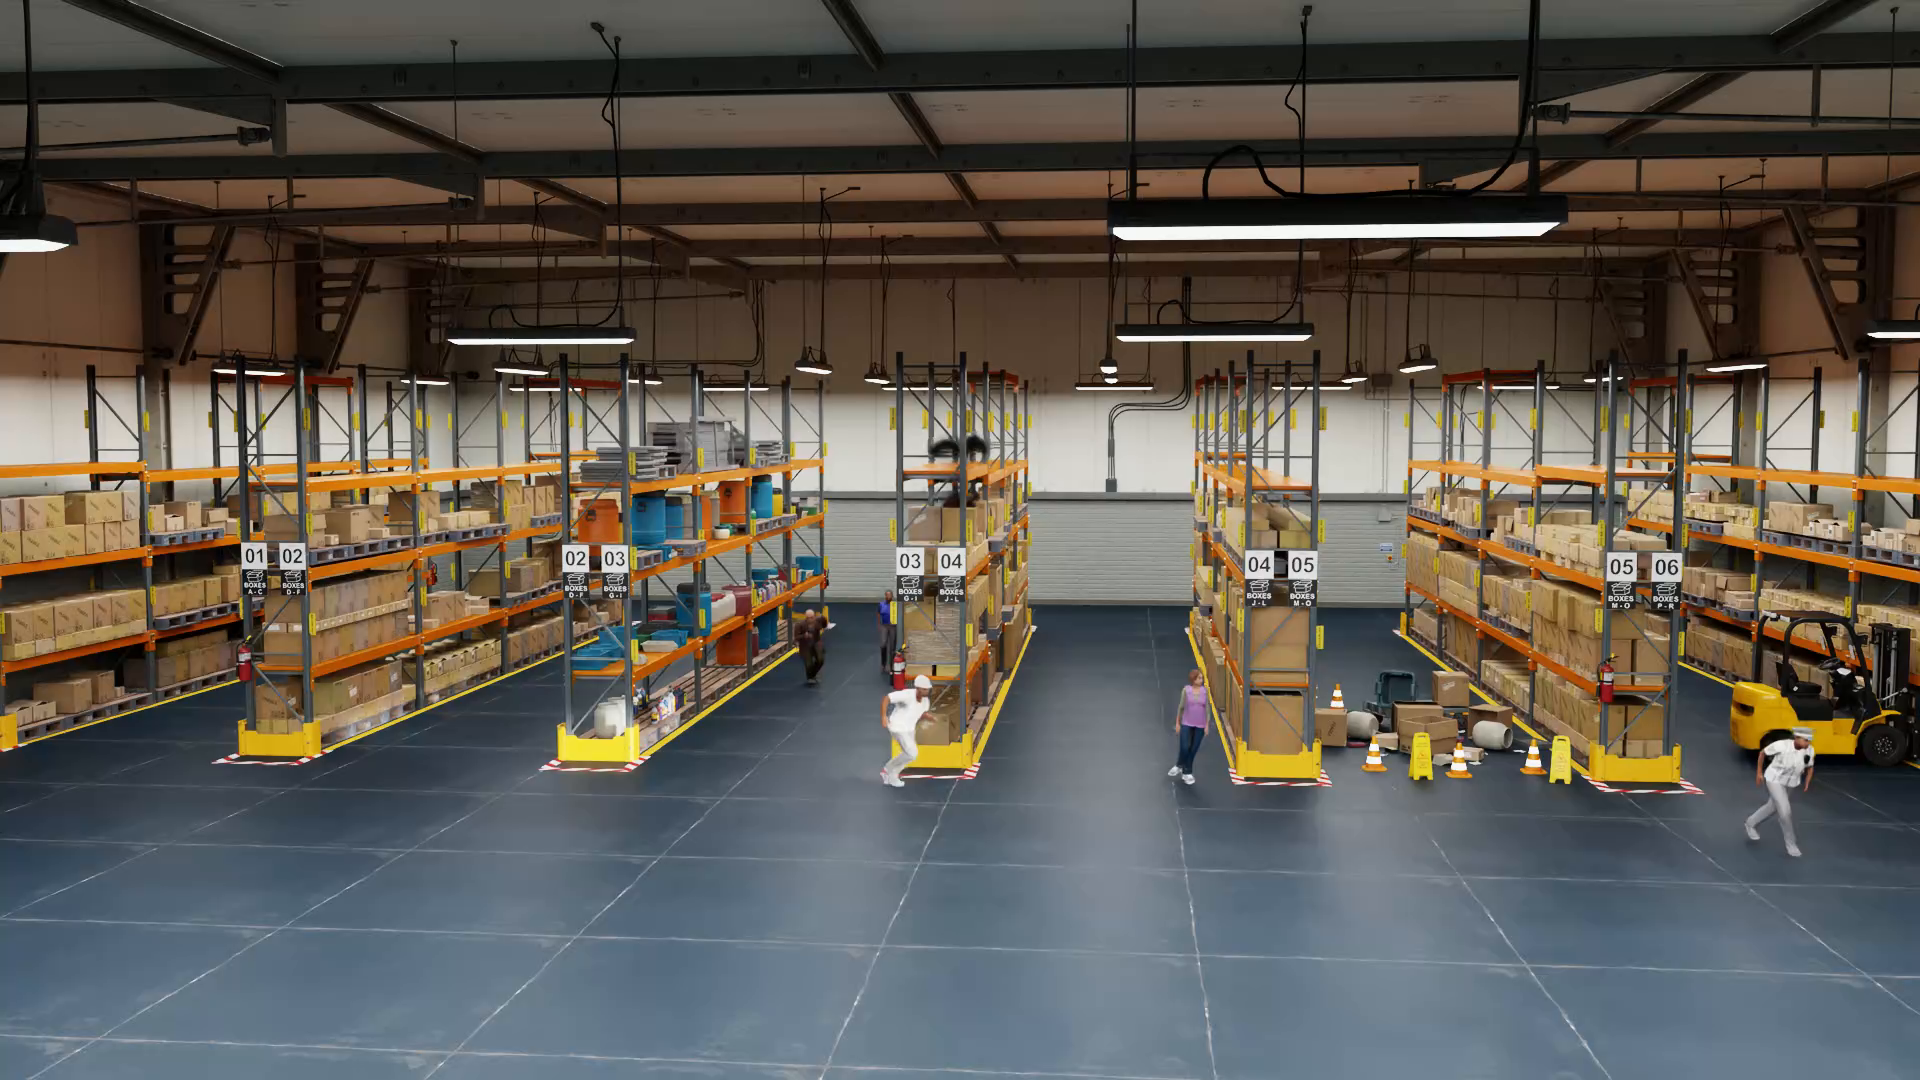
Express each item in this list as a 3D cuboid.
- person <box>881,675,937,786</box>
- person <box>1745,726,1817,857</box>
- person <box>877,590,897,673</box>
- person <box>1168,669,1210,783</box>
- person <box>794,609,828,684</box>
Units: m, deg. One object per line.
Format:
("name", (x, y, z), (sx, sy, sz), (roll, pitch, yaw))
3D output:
("person", (-0.736, 2.605, 22.588), (0.860, 1.578, 0.738), (3, 5, 37))
("person", (9.588, 2.862, 19.473), (0.592, 1.510, 1.010), (0, 4, -6))
("person", (-1.404, 1.828, 33.229), (0.576, 1.689, 0.725), (0, 4, 4))
("person", (3.179, 2.578, 23.006), (0.552, 1.587, 0.396), (0, 4, -6))
("person", (-2.799, 2.015, 31.417), (0.720, 1.490, 1.052), (-1, 4, -16))
